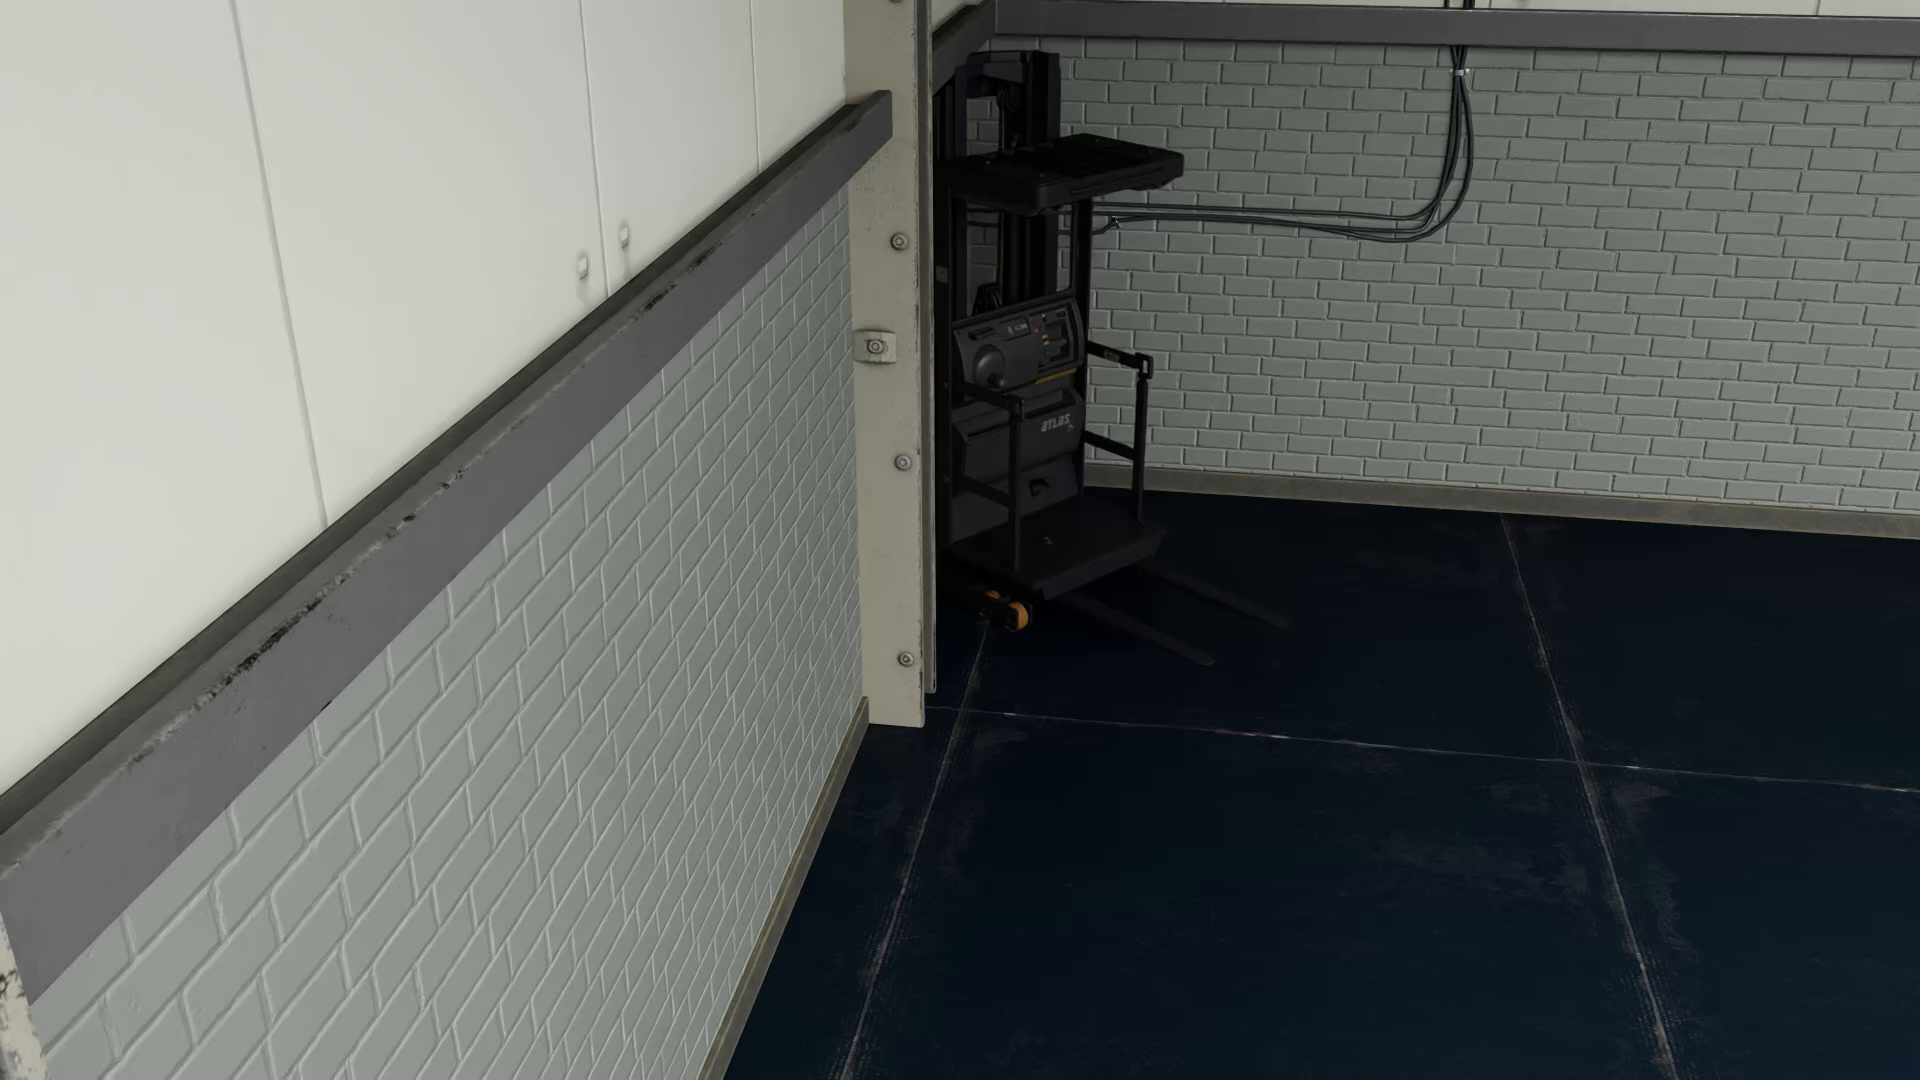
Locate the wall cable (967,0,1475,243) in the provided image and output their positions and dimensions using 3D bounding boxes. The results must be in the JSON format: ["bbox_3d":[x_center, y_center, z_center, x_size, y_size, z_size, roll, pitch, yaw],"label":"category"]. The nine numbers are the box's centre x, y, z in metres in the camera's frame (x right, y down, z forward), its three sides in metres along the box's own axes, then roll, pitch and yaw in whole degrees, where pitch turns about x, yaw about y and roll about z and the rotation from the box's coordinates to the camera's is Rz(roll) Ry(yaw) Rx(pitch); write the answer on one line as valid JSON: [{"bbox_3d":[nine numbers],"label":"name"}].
[{"bbox_3d":[1.480,-2.972,9.647,3.097,2.526,0.112,4,25,9],"label":"wall cable"}]

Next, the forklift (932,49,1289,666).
[{"bbox_3d":[0.478,-1.065,9.068,1.130,2.935,3.031,-21,32,-38],"label":"forklift"}]

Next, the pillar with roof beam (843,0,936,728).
[{"bbox_3d":[3.941,-2.939,5.915,9.100,9.000,0.400,4,25,9],"label":"pillar with roof beam"}]
